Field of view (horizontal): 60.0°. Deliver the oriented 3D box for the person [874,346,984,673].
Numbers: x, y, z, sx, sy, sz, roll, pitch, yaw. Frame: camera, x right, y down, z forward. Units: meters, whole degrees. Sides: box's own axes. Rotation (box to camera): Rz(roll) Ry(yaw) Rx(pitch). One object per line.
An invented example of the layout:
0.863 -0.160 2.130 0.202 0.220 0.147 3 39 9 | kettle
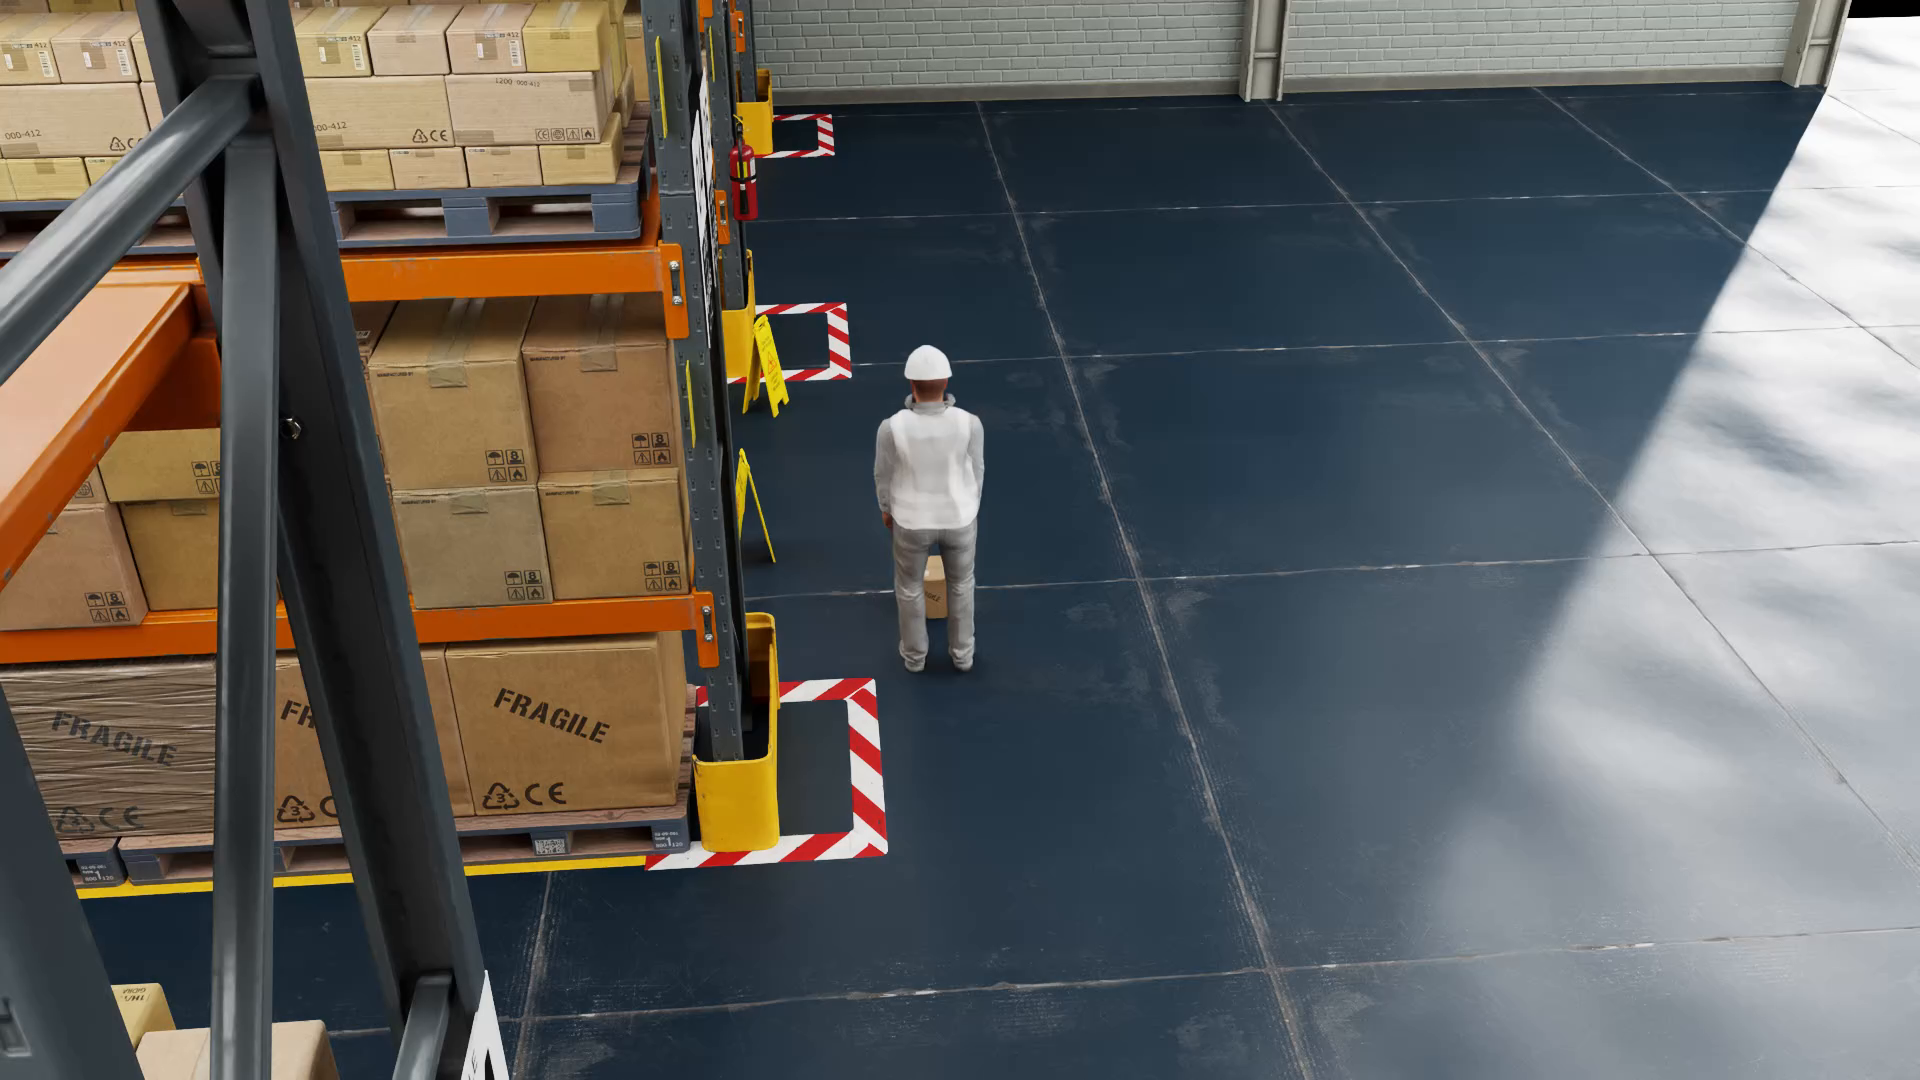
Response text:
-0.152 -0.133 8.258 0.540 1.757 0.389 -2 31 -4 | person
